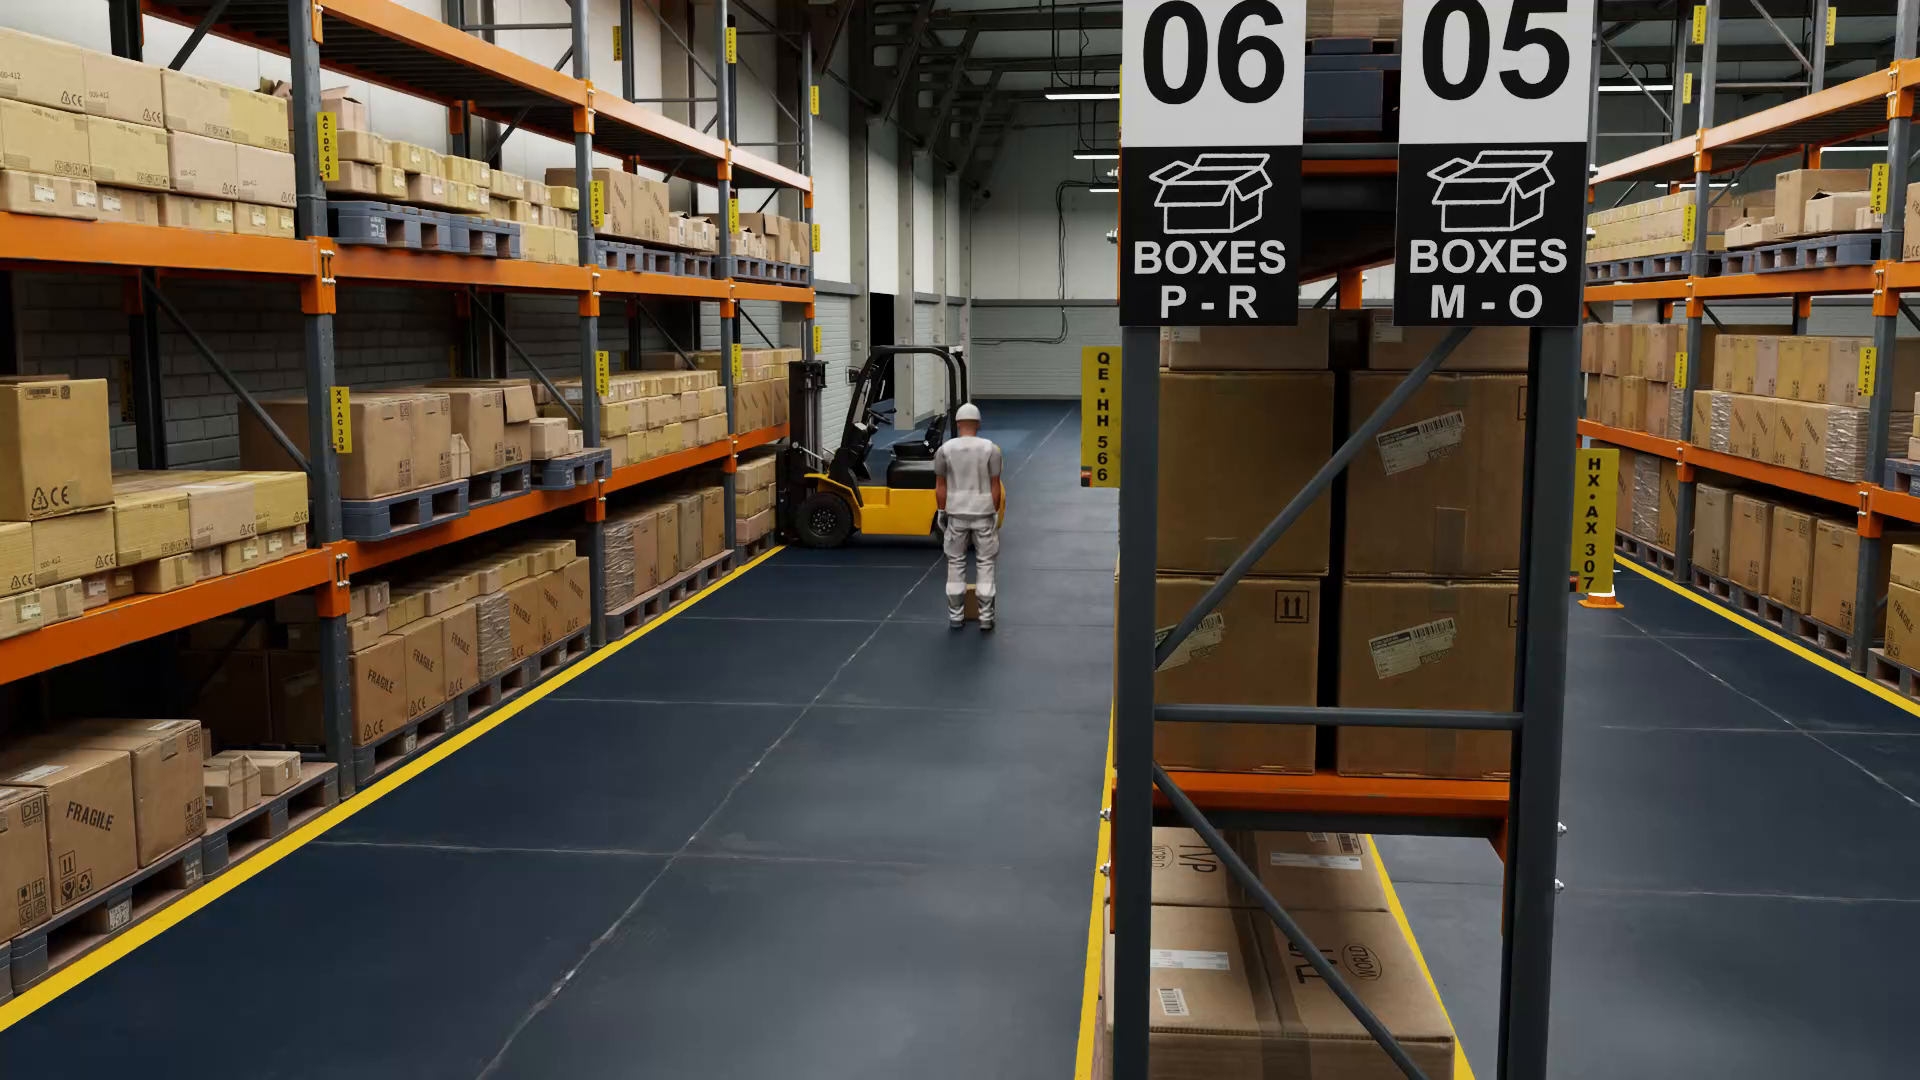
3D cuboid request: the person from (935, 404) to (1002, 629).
[{"bbox_3d":[0.070,-0.186,13.178,0.528,1.782,0.357,1,8,7],"label":"person"}]
